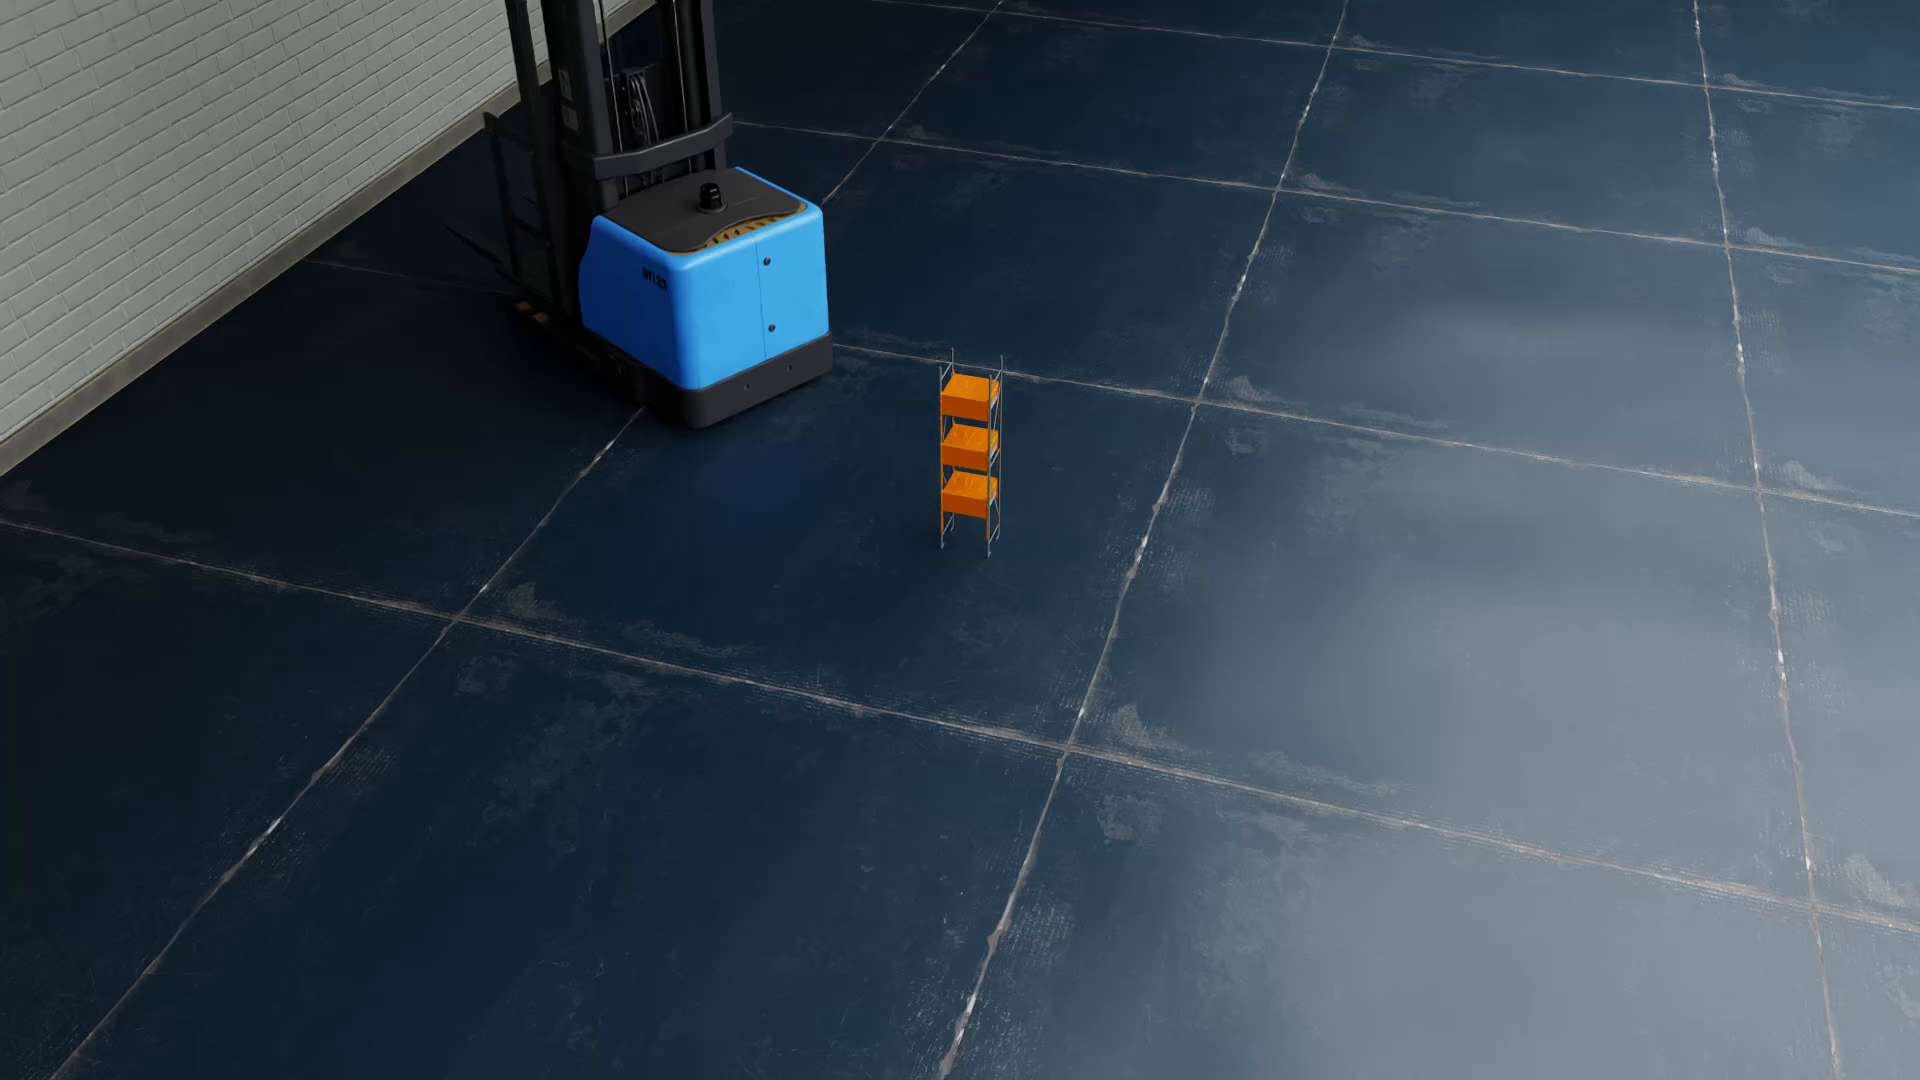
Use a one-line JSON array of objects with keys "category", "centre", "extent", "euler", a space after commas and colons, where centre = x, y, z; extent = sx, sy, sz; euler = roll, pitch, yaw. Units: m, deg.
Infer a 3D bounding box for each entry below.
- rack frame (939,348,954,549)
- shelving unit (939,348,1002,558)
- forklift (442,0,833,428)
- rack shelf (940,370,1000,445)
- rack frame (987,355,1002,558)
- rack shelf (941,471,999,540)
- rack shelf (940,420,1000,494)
[{"category": "rack frame", "centre": [-0.065, -0.435, 8.140], "extent": [0.008, 1.050, 0.200], "euler": [10, 38, 14]}, {"category": "shelving unit", "centre": [0.051, -0.413, 8.111], "extent": [0.252, 1.050, 0.215], "euler": [10, 38, 14]}, {"category": "forklift", "centre": [-2.115, -2.575, 9.461], "extent": [1.130, 2.935, 3.031], "euler": [-29, 45, -34]}, {"category": "rack shelf", "centre": [0.051, -0.633, 7.949], "extent": [0.240, 0.259, 0.215], "euler": [10, 38, 14]}, {"category": "rack frame", "centre": [0.168, -0.392, 8.082], "extent": [0.008, 1.050, 0.200], "euler": [10, 38, 14]}, {"category": "rack shelf", "centre": [0.051, -0.181, 8.282], "extent": [0.240, 0.259, 0.215], "euler": [10, 38, 14]}, {"category": "rack shelf", "centre": [0.051, -0.405, 8.117], "extent": [0.240, 0.259, 0.215], "euler": [10, 38, 14]}]
